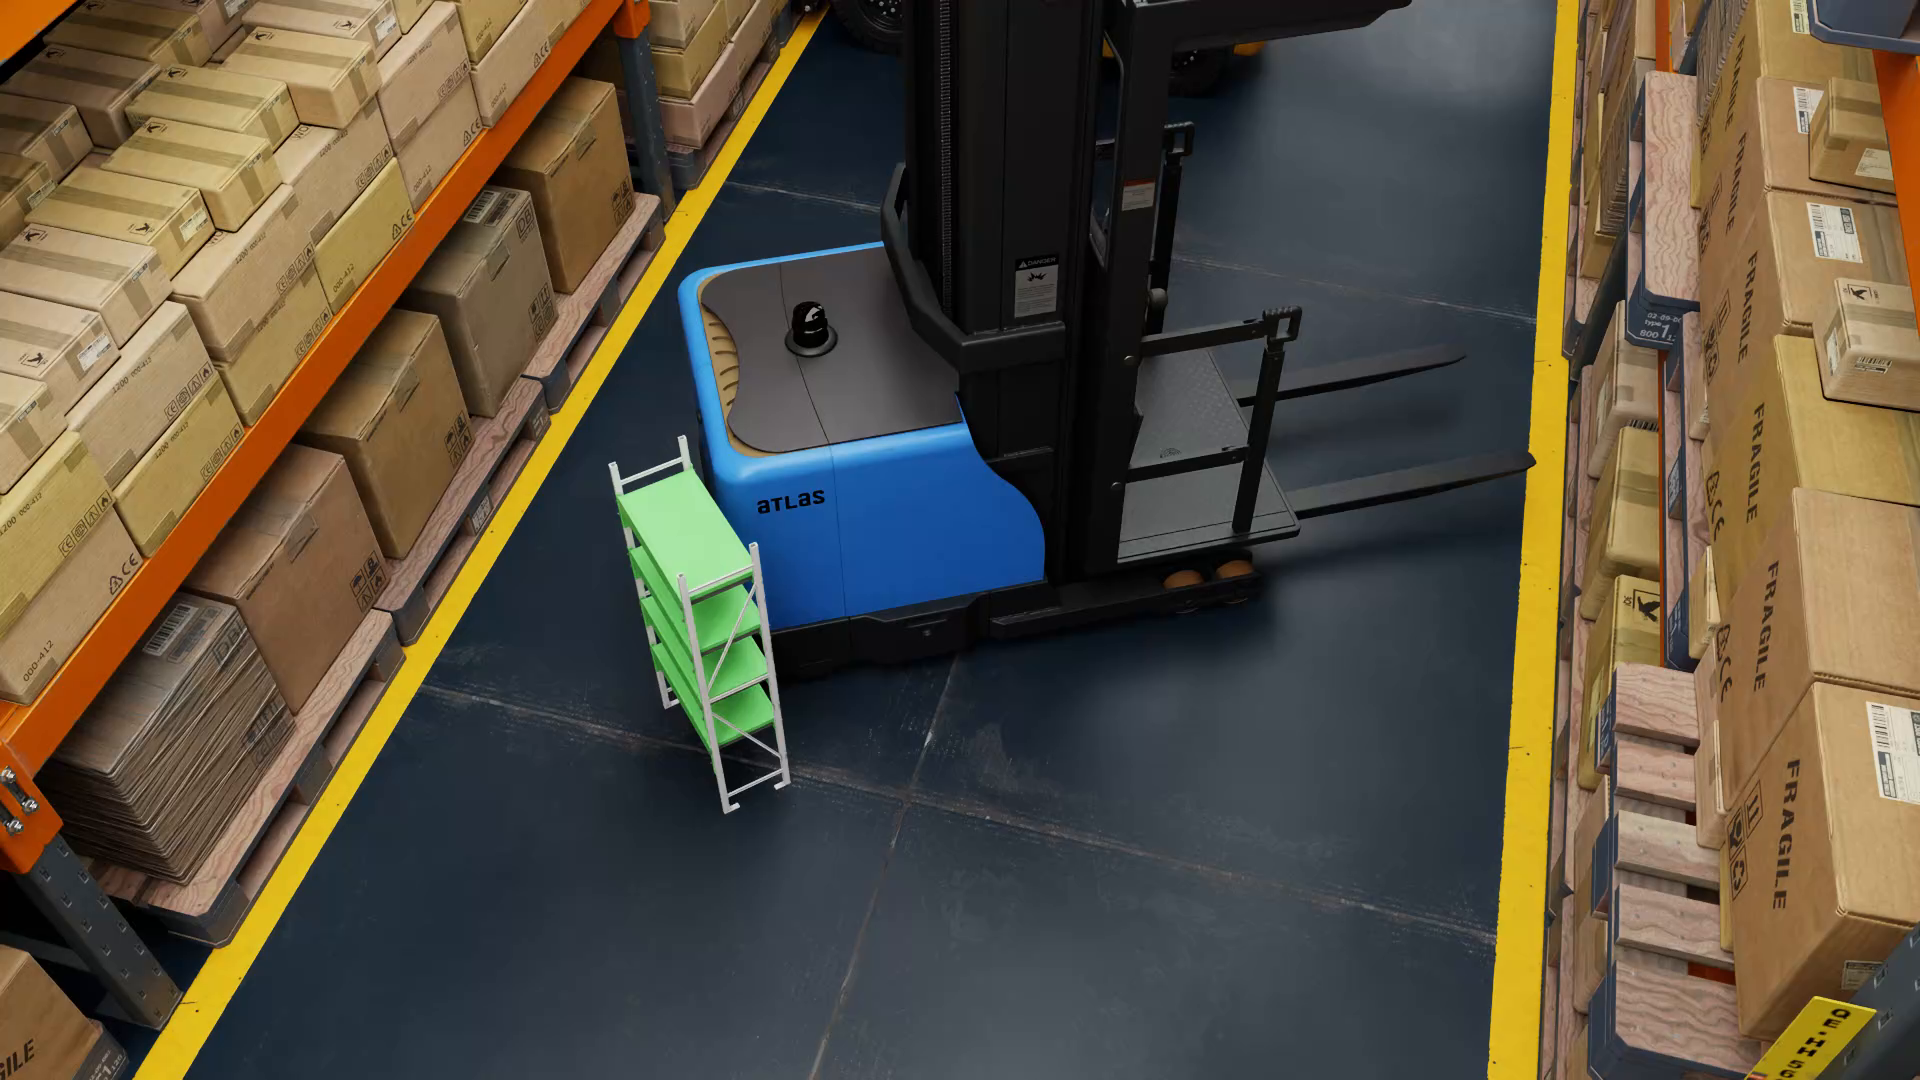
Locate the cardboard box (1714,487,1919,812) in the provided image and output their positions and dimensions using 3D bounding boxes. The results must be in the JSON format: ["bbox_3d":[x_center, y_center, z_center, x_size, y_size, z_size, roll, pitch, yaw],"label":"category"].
[{"bbox_3d":[1.922,0.277,3.460,0.500,0.500,0.500,11,49,9],"label":"cardboard box"}]

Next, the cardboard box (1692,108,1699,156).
[{"bbox_3d":[2.547,-1.304,5.288,0.380,0.149,0.250,12,50,11],"label":"cardboard box"}]

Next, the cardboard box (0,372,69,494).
[{"bbox_3d":[-2.408,-0.283,4.000,0.380,0.149,0.250,13,50,11],"label":"cardboard box"}]

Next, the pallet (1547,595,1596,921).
[{"bbox_3d":[2.475,0.786,5.416,1.003,0.211,1.213,12,50,10],"label":"pallet"}]

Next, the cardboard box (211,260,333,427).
[{"bbox_3d":[-2.226,-0.629,4.905,0.500,0.250,0.500,10,49,9],"label":"cardboard box"}]

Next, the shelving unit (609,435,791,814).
[{"bbox_3d":[-0.794,0.295,5.190,0.258,1.200,0.503,-24,53,-19],"label":"shelving unit"}]

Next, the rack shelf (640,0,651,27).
[{"bbox_3d":[-1.266,-3.771,8.058,1.077,0.370,4.000,12,50,10],"label":"rack shelf"}]

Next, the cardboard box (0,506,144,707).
[{"bbox_3d":[-2.492,0.107,4.255,0.500,0.250,0.500,12,50,10],"label":"cardboard box"}]

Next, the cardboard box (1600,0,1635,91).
[{"bbox_3d":[3.160,-2.282,7.317,0.500,0.500,0.500,14,50,12],"label":"cardboard box"}]

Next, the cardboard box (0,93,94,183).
[{"bbox_3d":[-2.740,-1.141,4.757,0.380,0.149,0.250,11,49,9],"label":"cardboard box"}]

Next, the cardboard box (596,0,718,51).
[{"bbox_3d":[-1.362,-2.411,7.264,0.500,0.250,0.500,11,49,9],"label":"cardboard box"}]

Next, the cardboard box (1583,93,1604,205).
[{"bbox_3d":[3.024,-1.683,7.288,0.500,0.250,0.500,10,49,9],"label":"cardboard box"}]

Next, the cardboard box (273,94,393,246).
[{"bbox_3d":[-2.094,-1.169,5.048,0.500,0.250,0.500,12,50,11],"label":"cardboard box"}]

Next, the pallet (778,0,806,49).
[{"bbox_3d":[-1.223,-3.092,8.838,1.003,0.211,1.213,12,50,10],"label":"pallet"}]

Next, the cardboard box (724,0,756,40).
[{"bbox_3d":[-1.236,-2.611,7.774,0.500,0.250,0.500,11,50,10],"label":"cardboard box"}]

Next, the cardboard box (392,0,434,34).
[{"bbox_3d":[-1.904,-1.769,5.311,0.380,0.149,0.250,10,49,9],"label":"cardboard box"}]

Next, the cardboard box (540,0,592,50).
[{"bbox_3d":[-1.672,-2.097,6.200,0.500,0.250,0.500,13,50,11],"label":"cardboard box"}]

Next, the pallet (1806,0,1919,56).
[{"bbox_3d":[2.462,-1.340,3.557,1.213,0.211,1.003,12,50,10],"label":"pallet"}]

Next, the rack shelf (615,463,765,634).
[{"bbox_3d":[-0.794,0.019,4.878,0.258,0.148,0.480,-24,53,-19],"label":"rack shelf"}]

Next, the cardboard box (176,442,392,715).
[{"bbox_3d":[-2.503,0.055,5.505,0.875,0.625,0.625,13,50,11],"label":"cardboard box"}]

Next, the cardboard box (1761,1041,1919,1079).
[{"bbox_3d":[1.804,0.968,3.282,0.380,0.149,0.250,13,50,11],"label":"cardboard box"}]

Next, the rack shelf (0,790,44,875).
[{"bbox_3d":[-3.371,2.015,2.951,1.077,0.370,4.000,12,50,10],"label":"rack shelf"}]

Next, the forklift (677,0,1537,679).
[{"bbox_3d":[0.605,-1.081,5.249,3.031,2.935,1.130,-10,49,-9],"label":"forklift"}]

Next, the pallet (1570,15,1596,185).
[{"bbox_3d":[3.459,-2.041,7.911,1.003,0.211,1.213,12,50,10],"label":"pallet"}]

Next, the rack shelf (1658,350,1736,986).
[{"bbox_3d":[2.471,0.099,4.642,1.077,0.370,4.000,12,50,10],"label":"rack shelf"}]

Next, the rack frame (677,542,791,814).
[{"bbox_3d":[-0.671,0.453,5.050,0.240,1.200,0.015,-24,53,-19],"label":"rack frame"}]

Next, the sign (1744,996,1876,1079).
[{"bbox_3d":[1.419,0.850,2.780,0.100,0.325,0.005,12,50,10],"label":"sign"}]

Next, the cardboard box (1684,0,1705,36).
[{"bbox_3d":[2.875,-2.088,5.827,0.500,0.500,0.500,10,49,9],"label":"cardboard box"}]

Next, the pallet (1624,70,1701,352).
[{"bbox_3d":[2.656,-0.998,5.258,1.003,0.211,1.213,12,50,10],"label":"pallet"}]

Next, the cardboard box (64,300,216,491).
[{"bbox_3d":[-2.359,-0.420,4.387,0.500,0.250,0.500,13,50,11],"label":"cardboard box"}]

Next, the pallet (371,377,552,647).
[{"bbox_3d":[-2.267,-0.214,6.298,1.003,0.211,1.213,12,50,10],"label":"pallet"}]

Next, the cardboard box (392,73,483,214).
[{"bbox_3d":[-1.959,-1.379,5.567,0.500,0.250,0.500,12,50,10],"label":"cardboard box"}]

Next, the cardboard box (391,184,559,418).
[{"bbox_3d":[-2.130,-0.976,6.415,0.875,0.625,0.625,11,50,10],"label":"cardboard box"}]

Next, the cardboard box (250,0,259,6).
[{"bbox_3d":[-2.416,-1.870,5.401,0.380,0.149,0.250,12,50,10],"label":"cardboard box"}]

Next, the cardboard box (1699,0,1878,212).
[{"bbox_3d":[2.466,-1.211,4.773,0.500,0.500,0.500,12,50,10],"label":"cardboard box"}]

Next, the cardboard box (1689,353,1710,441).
[{"bbox_3d":[2.177,-0.367,4.461,0.380,0.149,0.250,13,50,11],"label":"cardboard box"}]

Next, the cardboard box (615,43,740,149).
[{"bbox_3d":[-1.345,-2.076,7.636,0.500,0.250,0.500,12,50,10],"label":"cardboard box"}]

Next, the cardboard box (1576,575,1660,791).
[{"bbox_3d":[2.495,0.549,5.238,0.950,0.372,0.625,13,50,11],"label":"cardboard box"}]

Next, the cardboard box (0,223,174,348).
[{"bbox_3d":[-2.308,-0.665,4.337,0.380,0.149,0.250,12,50,10],"label":"cardboard box"}]

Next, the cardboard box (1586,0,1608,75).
[{"bbox_3d":[3.298,-2.414,7.934,0.500,0.250,0.500,15,50,13],"label":"cardboard box"}]

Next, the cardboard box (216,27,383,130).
[{"bbox_3d":[-1.970,-1.382,4.970,0.380,0.149,0.250,10,49,9],"label":"cardboard box"}]

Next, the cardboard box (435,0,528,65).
[{"bbox_3d":[-1.803,-1.899,5.692,0.500,0.250,0.500,10,49,9],"label":"cardboard box"}]

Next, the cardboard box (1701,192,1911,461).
[{"bbox_3d":[2.198,-0.483,4.130,0.500,0.500,0.500,10,49,8],"label":"cardboard box"}]

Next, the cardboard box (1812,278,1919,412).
[{"bbox_3d":[2.103,-0.417,3.639,0.380,0.149,0.250,9,49,8],"label":"cardboard box"}]

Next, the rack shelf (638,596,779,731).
[{"bbox_3d":[-0.794,0.337,5.238,0.258,0.148,0.480,-24,53,-19],"label":"rack shelf"}]

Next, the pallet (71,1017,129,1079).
[{"bbox_3d":[-3.078,1.786,4.533,1.003,0.211,1.213,12,50,10],"label":"pallet"}]

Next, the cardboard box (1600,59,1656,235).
[{"bbox_3d":[2.894,-1.544,6.666,0.500,0.500,0.500,11,49,10],"label":"cardboard box"}]

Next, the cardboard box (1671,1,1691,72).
[{"bbox_3d":[2.788,-1.795,6.001,0.380,0.149,0.250,11,50,10],"label":"cardboard box"}]

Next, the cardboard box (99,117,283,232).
[{"bbox_3d":[-2.147,-1.025,4.655,0.380,0.149,0.250,13,50,11],"label":"cardboard box"}]

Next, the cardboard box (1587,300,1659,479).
[{"bbox_3d":[2.862,-0.475,6.142,0.950,0.372,0.625,12,50,11],"label":"cardboard box"}]

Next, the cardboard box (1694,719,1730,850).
[{"bbox_3d":[1.828,0.569,3.635,0.380,0.149,0.250,11,50,10],"label":"cardboard box"}]

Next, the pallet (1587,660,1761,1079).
[{"bbox_3d":[2.030,0.834,3.641,1.213,0.211,1.003,12,50,10],"label":"pallet"}]

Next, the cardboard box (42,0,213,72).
[{"bbox_3d":[-2.538,-1.505,5.078,0.380,0.149,0.250,12,50,10],"label":"cardboard box"}]

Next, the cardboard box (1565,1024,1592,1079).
[{"bbox_3d":[2.103,1.631,4.282,0.950,0.372,0.625,9,49,7],"label":"cardboard box"}]

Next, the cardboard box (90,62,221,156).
[{"bbox_3d":[-2.587,-1.259,5.127,0.500,0.250,0.500,11,49,9],"label":"cardboard box"}]

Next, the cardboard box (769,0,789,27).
[{"bbox_3d":[-1.106,-2.821,8.293,0.500,0.250,0.500,12,50,11],"label":"cardboard box"}]

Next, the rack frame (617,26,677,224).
[{"bbox_3d":[-1.792,-2.563,6.511,1.000,3.000,0.127,12,50,10],"label":"rack frame"}]

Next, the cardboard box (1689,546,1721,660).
[{"bbox_3d":[1.961,0.186,3.972,0.380,0.149,0.250,12,50,11],"label":"cardboard box"}]
